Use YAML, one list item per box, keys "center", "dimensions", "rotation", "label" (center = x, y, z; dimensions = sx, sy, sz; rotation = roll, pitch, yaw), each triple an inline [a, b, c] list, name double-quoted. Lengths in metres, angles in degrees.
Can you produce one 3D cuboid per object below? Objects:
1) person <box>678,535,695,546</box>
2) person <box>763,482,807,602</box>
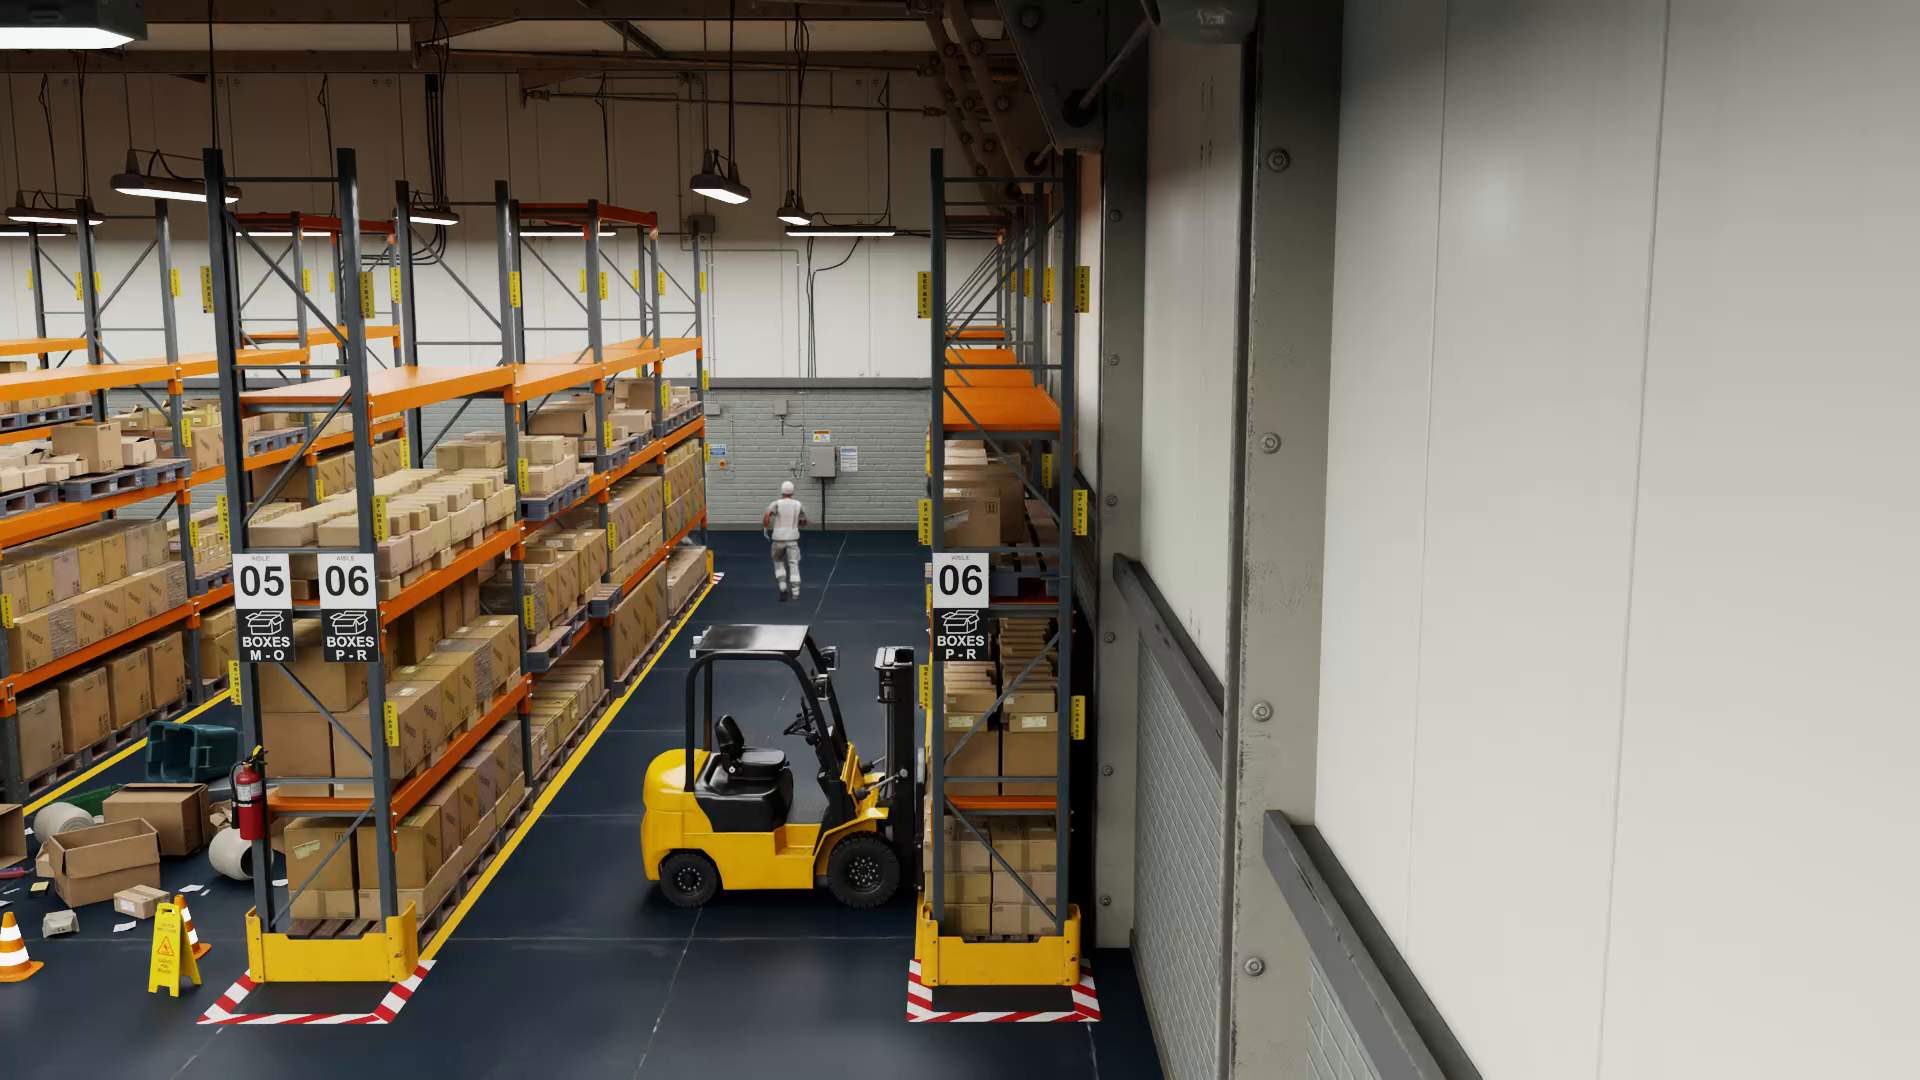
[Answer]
- center: [-5.078, -0.482, 29.990]
  dimensions: [0.662, 1.726, 0.640]
  rotation: [-2, 9, -13]
  label: "person"
- center: [-2.606, 0.045, 24.830]
  dimensions: [0.665, 1.844, 0.852]
  rotation: [-2, 9, -11]
  label: "person"
